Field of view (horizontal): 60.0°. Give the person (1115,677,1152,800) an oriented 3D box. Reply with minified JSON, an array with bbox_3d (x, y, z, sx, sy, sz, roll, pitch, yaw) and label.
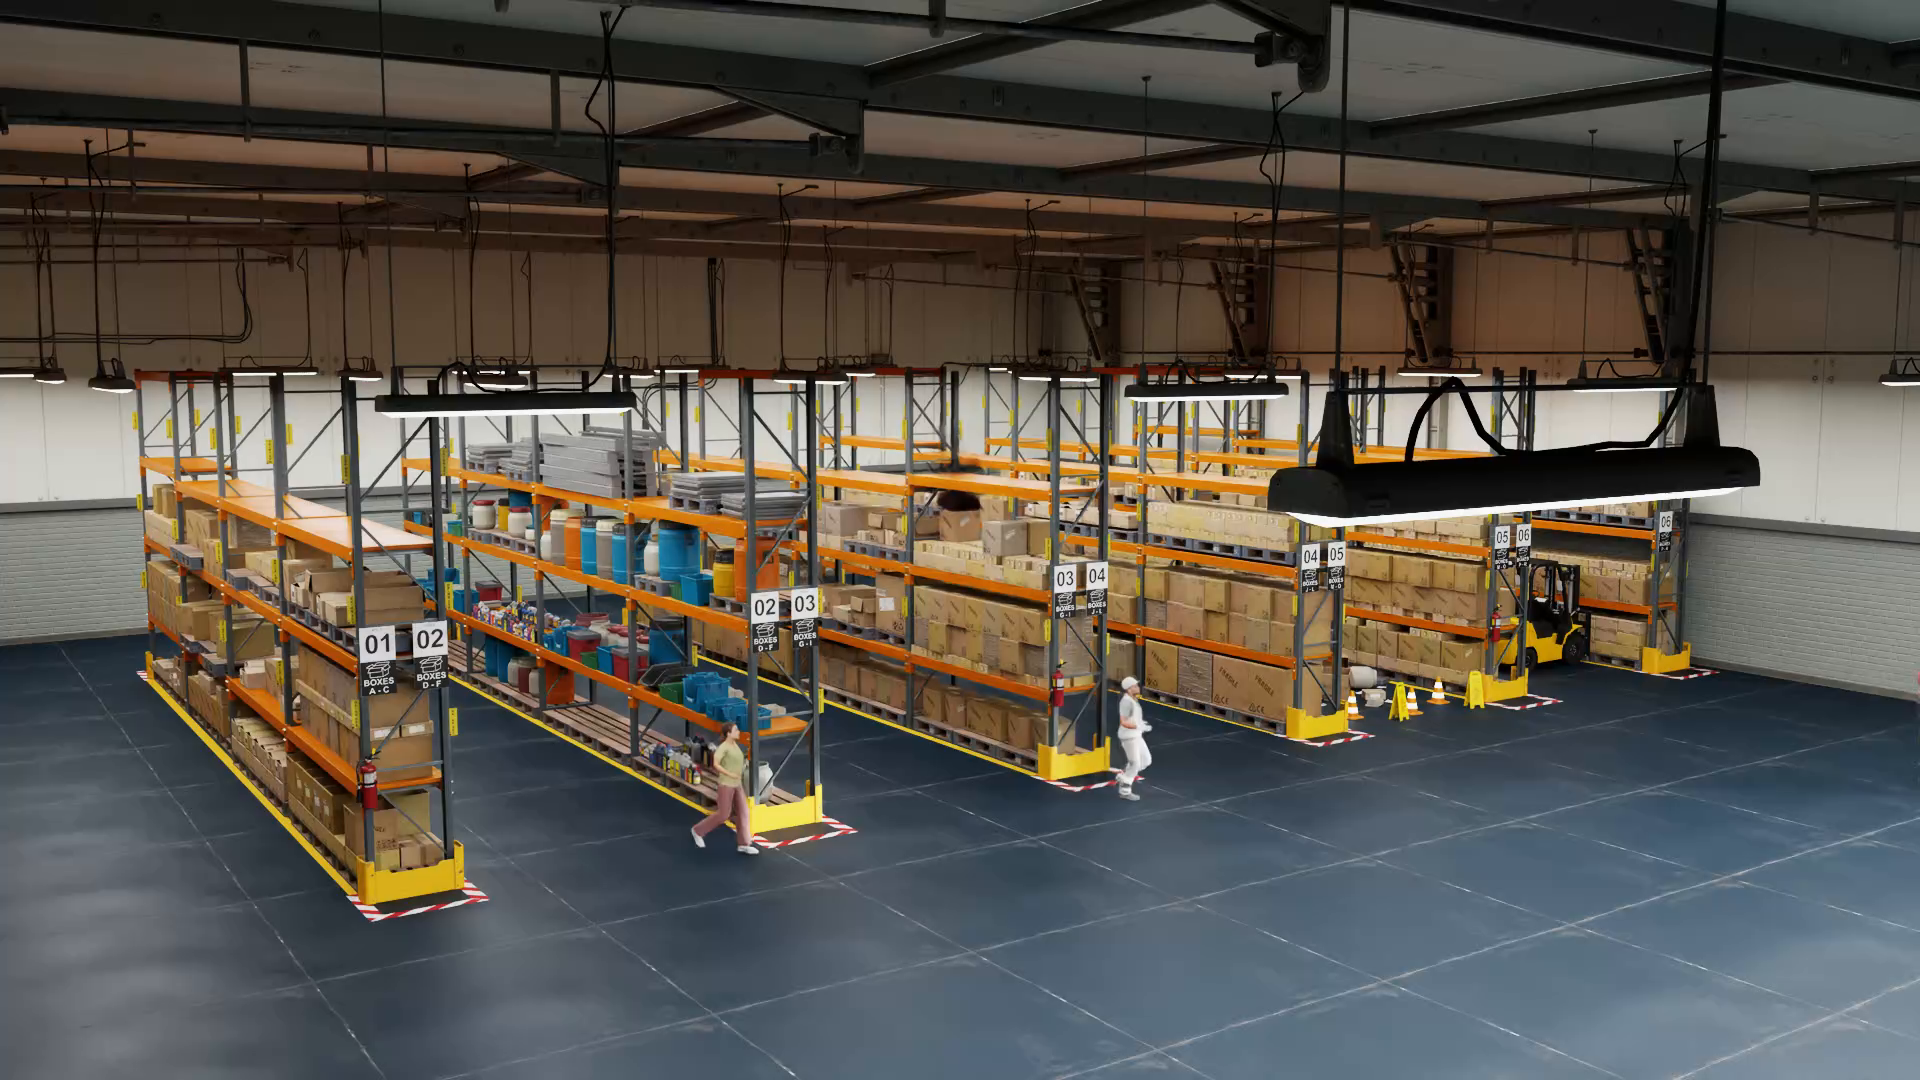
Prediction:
[{"bbox_3d":[2.468,2.809,23.571,0.584,1.752,0.684,2,7,18],"label":"person"}]

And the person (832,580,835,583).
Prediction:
[{"bbox_3d":[-2.561,1.596,34.760,0.636,1.664,0.507,-6,8,-40],"label":"person"}]

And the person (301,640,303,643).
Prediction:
[{"bbox_3d":[-12.459,1.902,31.998,0.598,1.657,0.539,-6,9,-44],"label":"person"}]

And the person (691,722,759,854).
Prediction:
[{"bbox_3d":[-2.915,3.121,21.169,0.933,1.630,0.634,2,7,19],"label":"person"}]
